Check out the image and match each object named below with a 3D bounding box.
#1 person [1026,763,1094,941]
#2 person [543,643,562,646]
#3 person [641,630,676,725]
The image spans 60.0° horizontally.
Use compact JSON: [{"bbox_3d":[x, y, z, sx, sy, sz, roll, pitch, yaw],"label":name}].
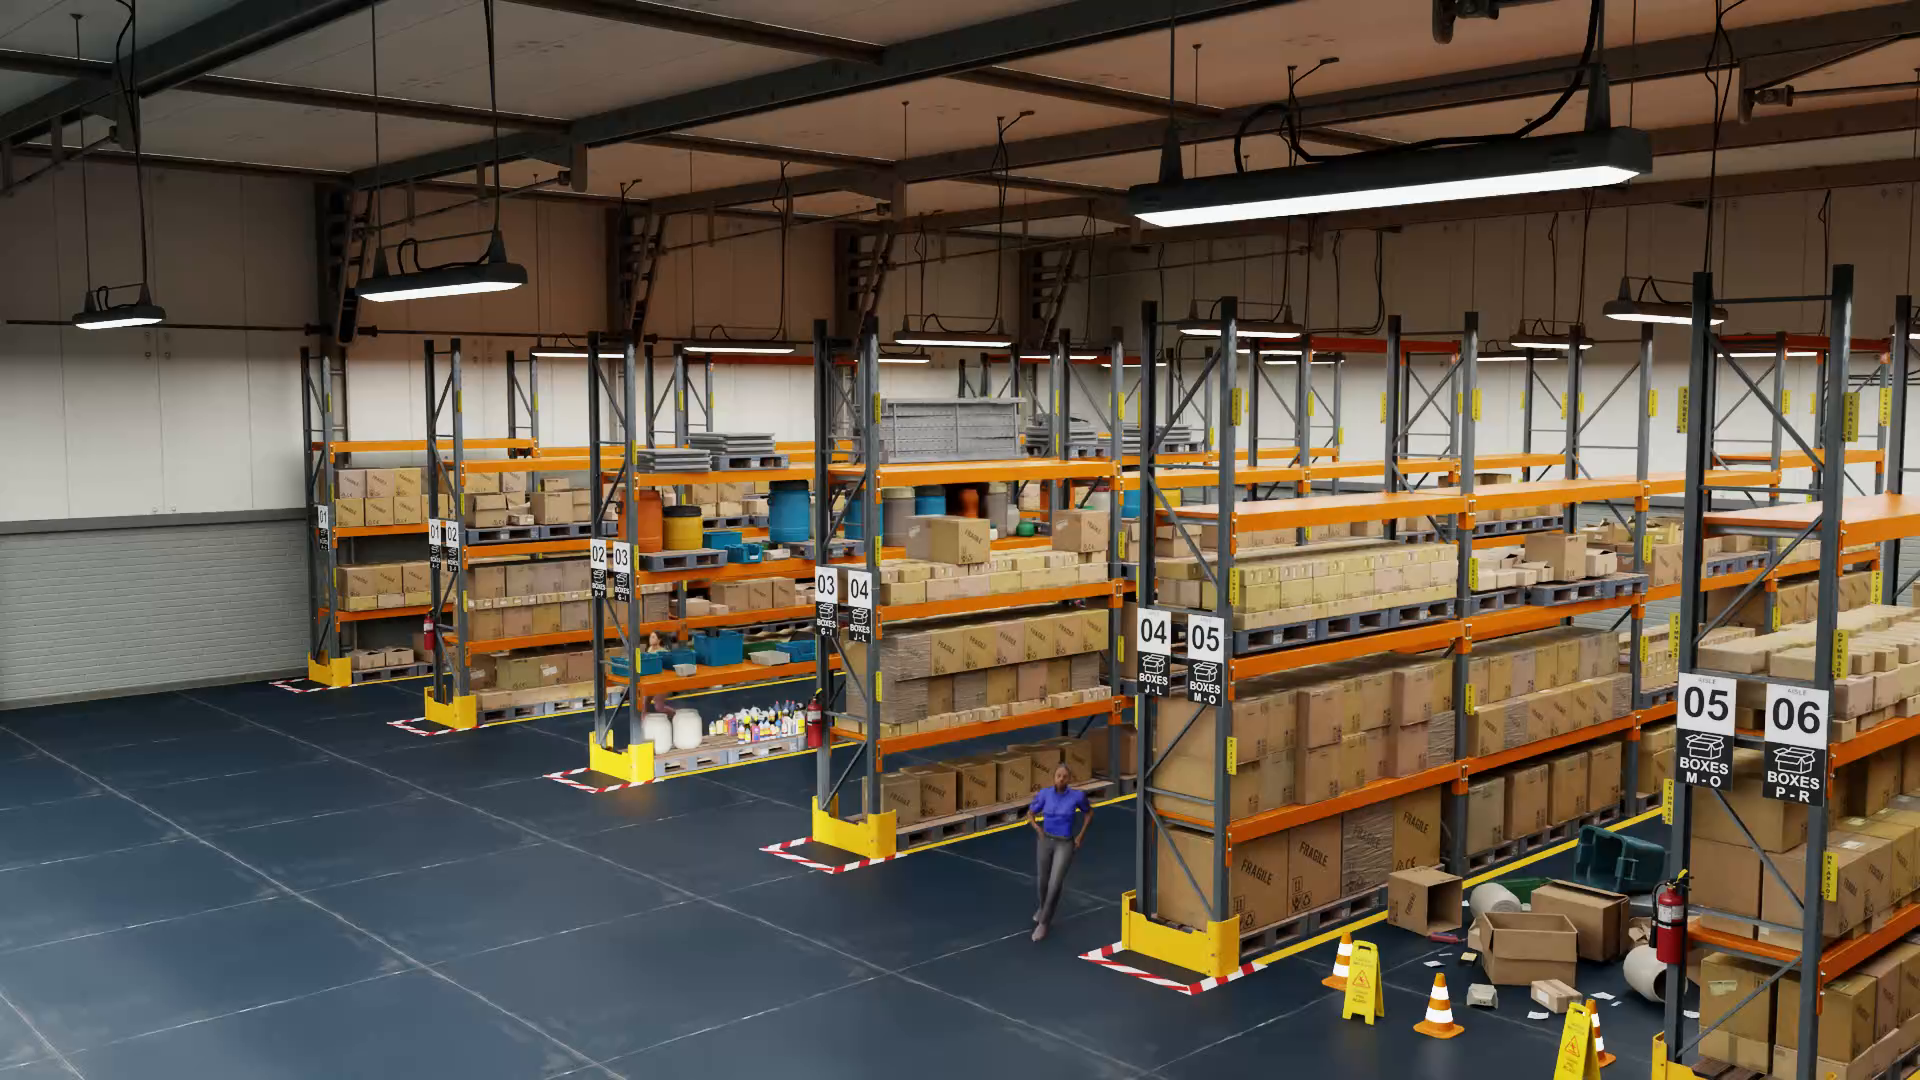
[{"bbox_3d":[0.943,2.956,15.921,0.612,1.678,0.697,2,5,18],"label":"person"},{"bbox_3d":[-7.057,1.771,29.102,0.663,1.676,0.600,4,6,35],"label":"person"},{"bbox_3d":[-4.531,2.153,24.814,0.589,1.643,0.895,4,6,37],"label":"person"}]
